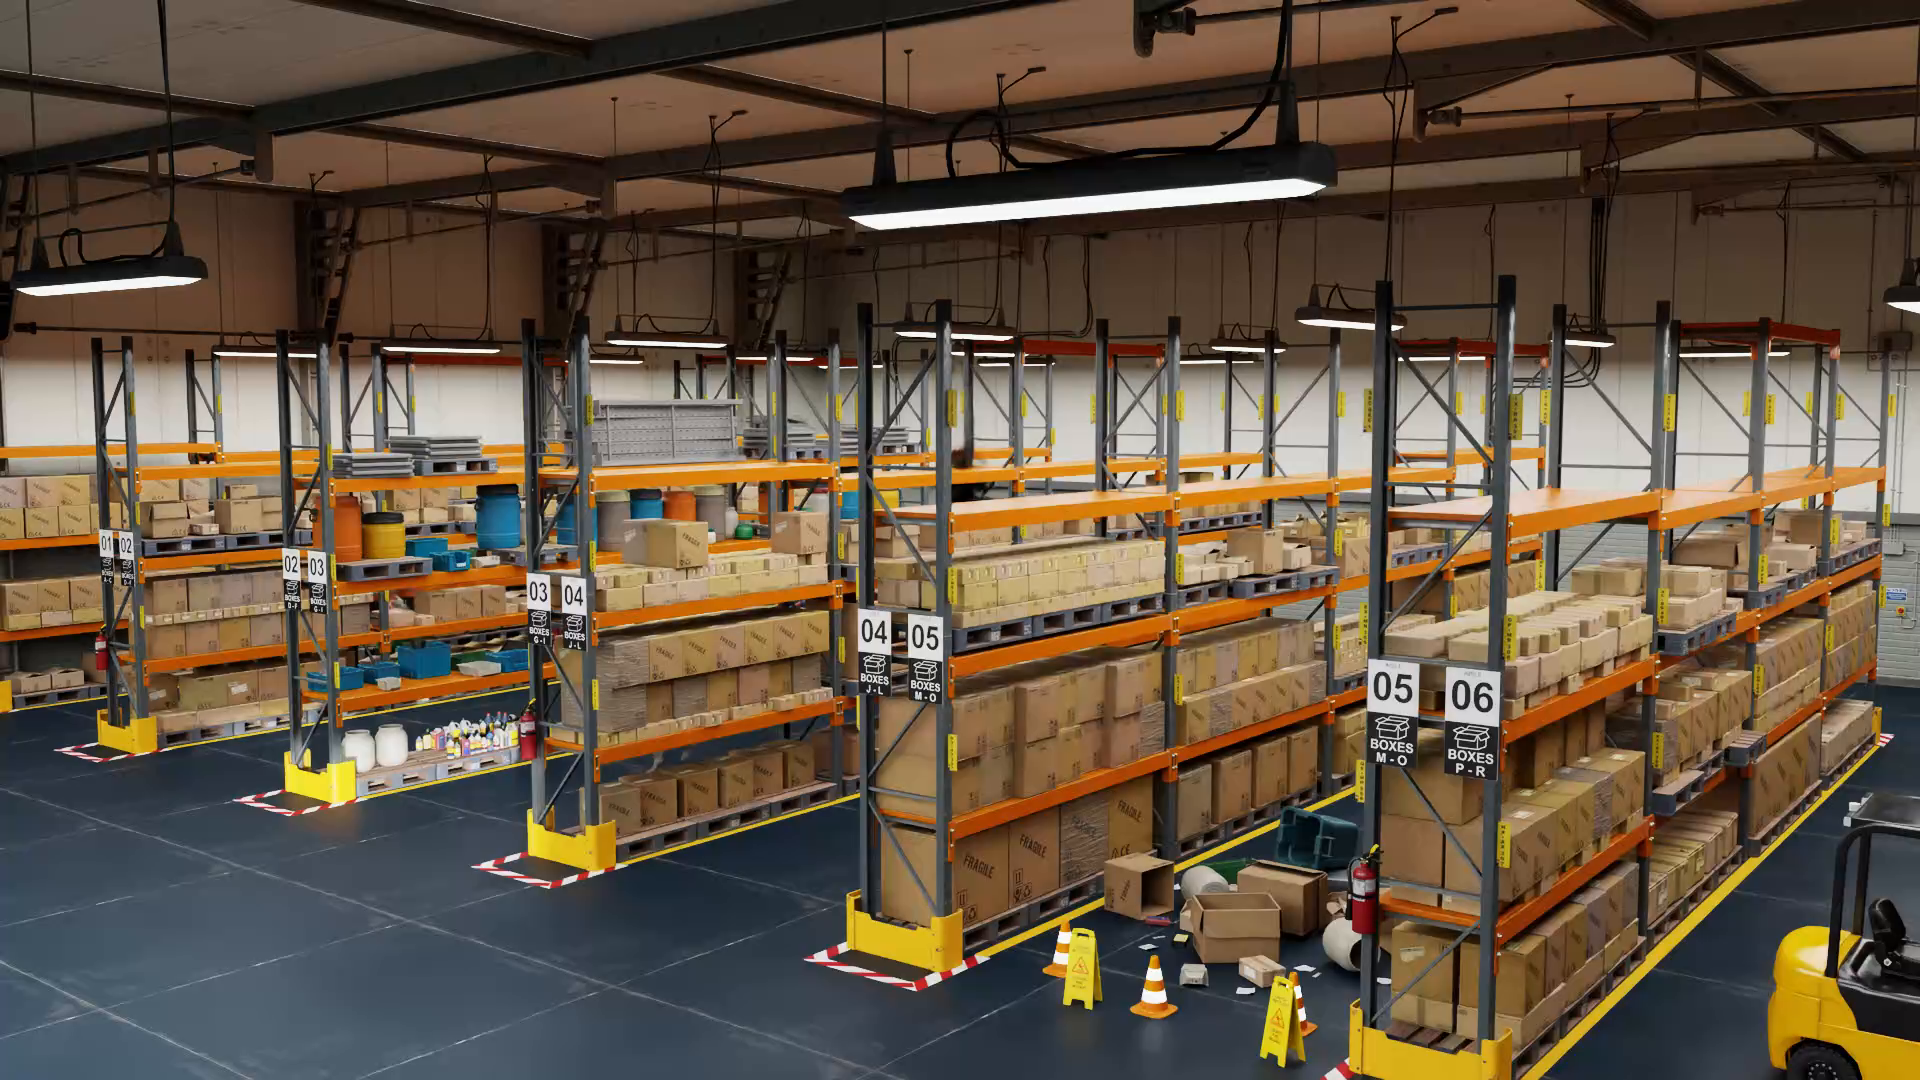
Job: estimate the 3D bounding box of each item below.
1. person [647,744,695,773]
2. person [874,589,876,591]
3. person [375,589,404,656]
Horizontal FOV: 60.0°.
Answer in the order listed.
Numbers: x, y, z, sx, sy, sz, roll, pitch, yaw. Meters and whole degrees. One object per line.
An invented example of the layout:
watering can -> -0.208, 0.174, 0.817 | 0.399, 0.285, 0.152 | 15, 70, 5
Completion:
person -> -3.974, 2.313, 22.820 | 0.573, 1.696, 0.859 | 3, 6, 32
person -> -1.825, 1.311, 34.755 | 0.637, 1.694, 0.785 | 2, 6, 27
person -> -10.242, 1.663, 29.979 | 0.630, 1.843, 0.736 | 3, 6, 35
